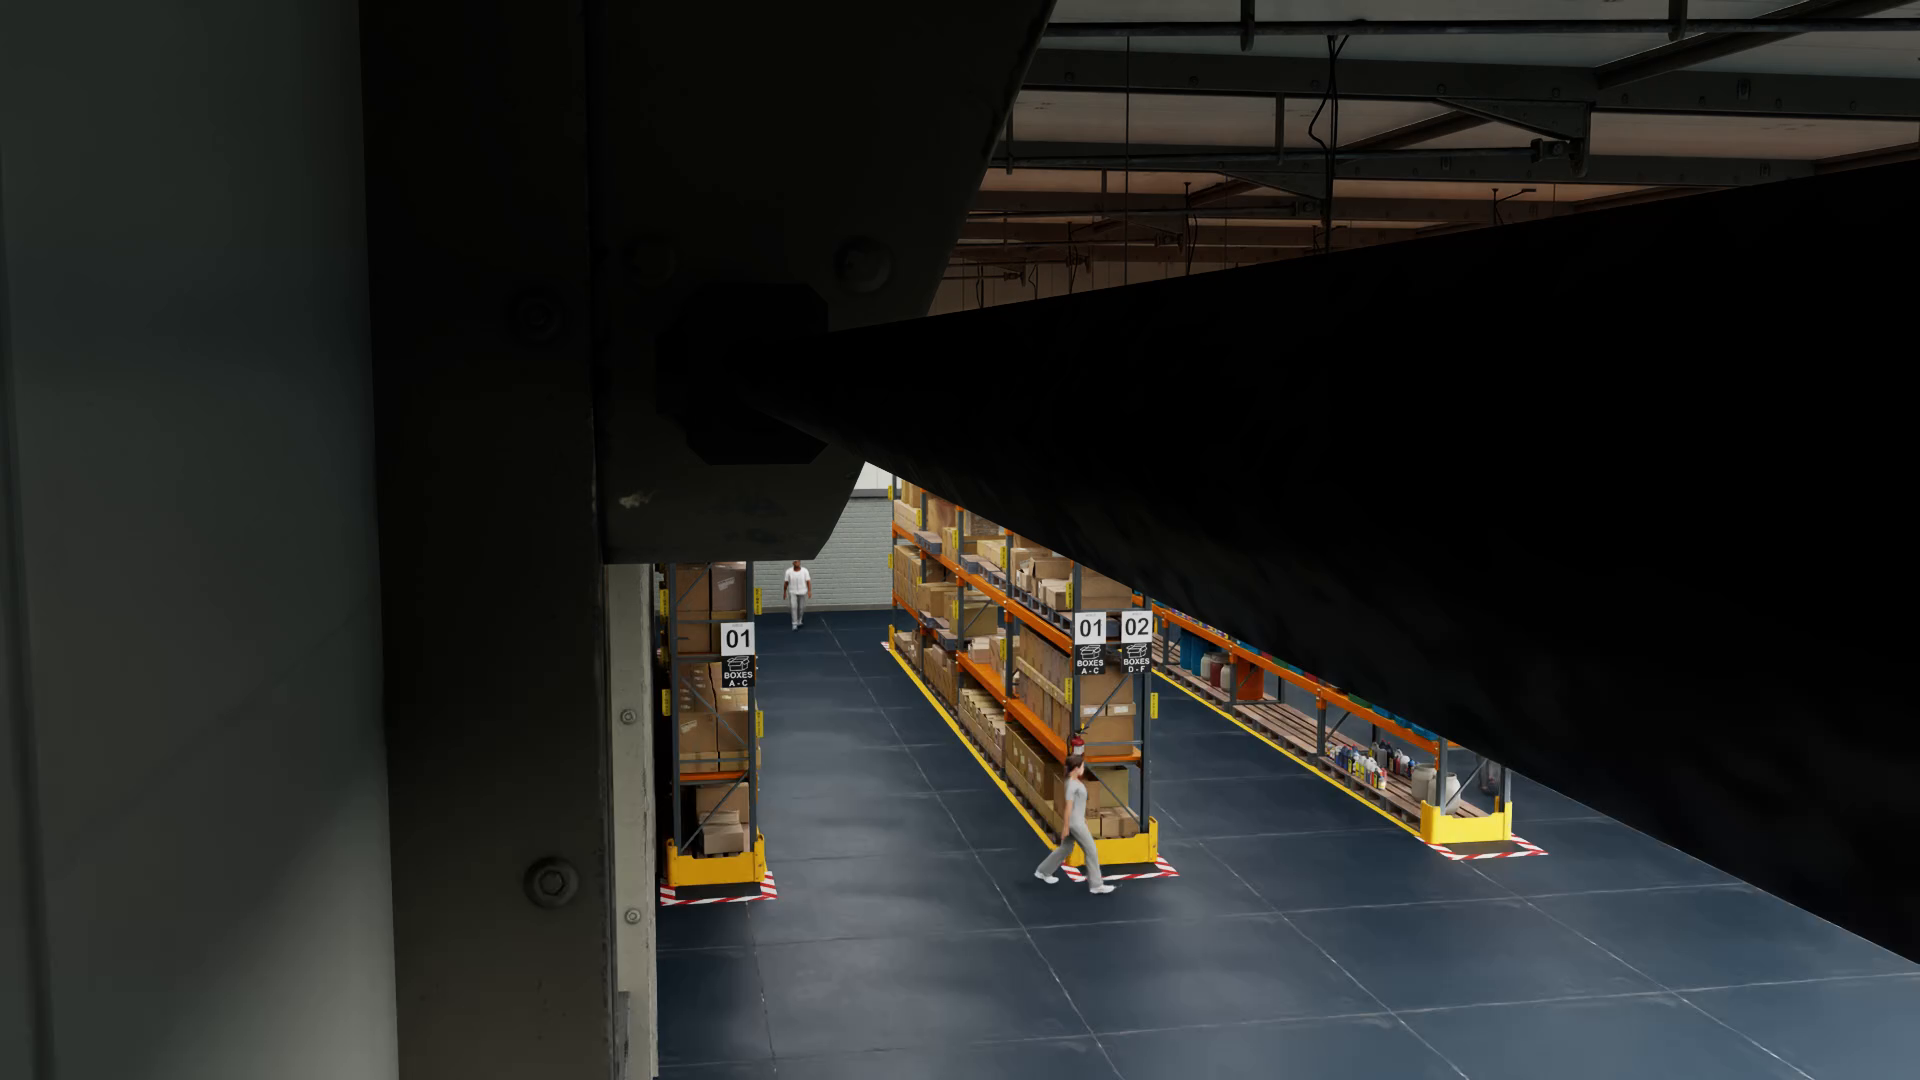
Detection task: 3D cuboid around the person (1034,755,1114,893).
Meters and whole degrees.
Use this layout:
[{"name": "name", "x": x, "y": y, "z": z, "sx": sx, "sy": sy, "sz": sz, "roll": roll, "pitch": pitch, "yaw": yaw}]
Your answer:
[{"name": "person", "x": 1.369, "y": 3.378, "z": 19.901, "sx": 0.937, "sy": 1.635, "sz": 0.471, "roll": 0, "pitch": 6, "yaw": 0}]

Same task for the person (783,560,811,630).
[{"name": "person", "x": -3.832, "y": 1.235, "z": 39.154, "sx": 0.646, "sy": 1.708, "sz": 1.085, "roll": -1, "pitch": 6, "yaw": -8}]

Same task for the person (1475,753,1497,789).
[{"name": "person", "x": 7.745, "y": 2.842, "z": 24.623, "sx": 0.492, "sy": 1.640, "sz": 0.497, "roll": 0, "pitch": 6, "yaw": 1}]
